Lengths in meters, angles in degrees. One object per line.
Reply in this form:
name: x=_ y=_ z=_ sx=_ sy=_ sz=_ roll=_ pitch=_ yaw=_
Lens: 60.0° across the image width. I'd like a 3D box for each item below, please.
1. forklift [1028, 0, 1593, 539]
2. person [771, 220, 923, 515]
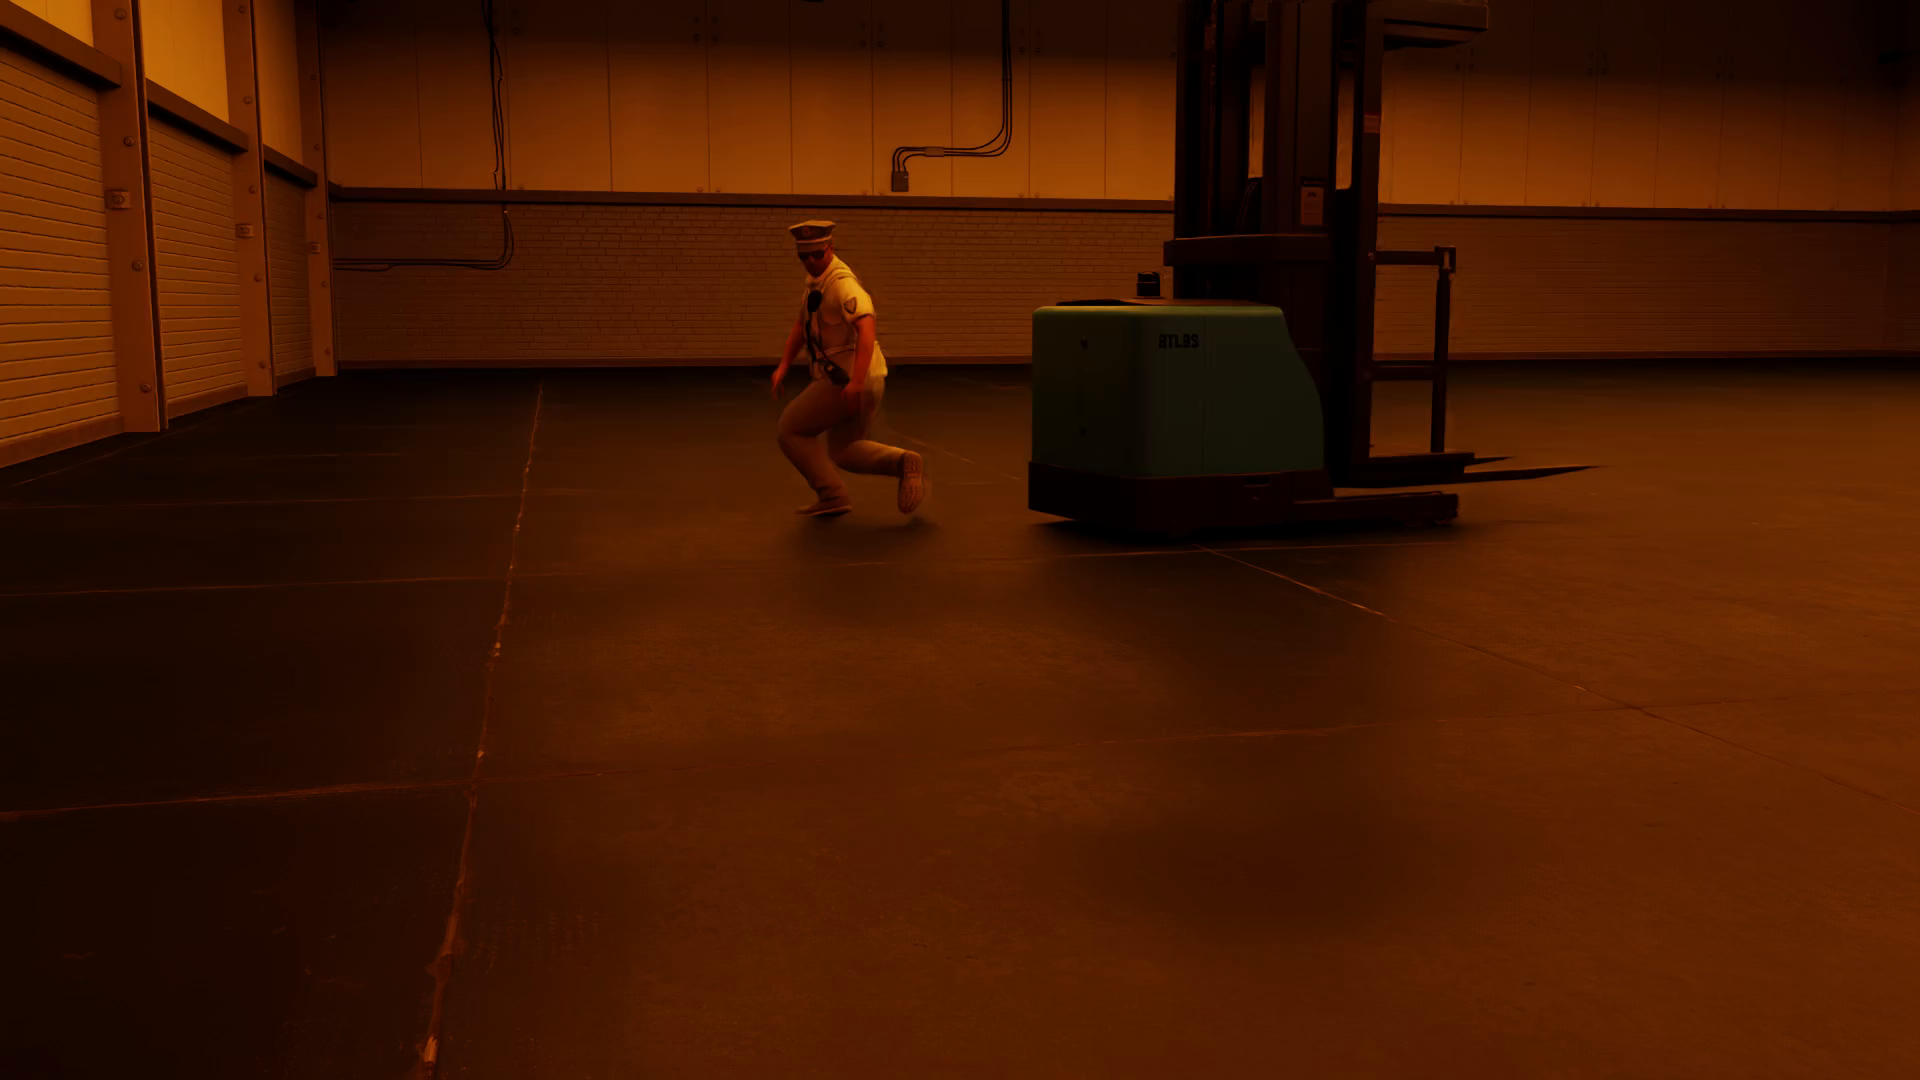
forklift: x=1.894 y=-1.572 z=8.363 sx=3.031 sy=2.935 sz=1.130 roll=-4 pitch=9 yaw=-26
person: x=-0.606 y=-0.858 z=8.513 sx=0.830 sy=1.531 sz=0.654 roll=1 pitch=8 yaw=9
